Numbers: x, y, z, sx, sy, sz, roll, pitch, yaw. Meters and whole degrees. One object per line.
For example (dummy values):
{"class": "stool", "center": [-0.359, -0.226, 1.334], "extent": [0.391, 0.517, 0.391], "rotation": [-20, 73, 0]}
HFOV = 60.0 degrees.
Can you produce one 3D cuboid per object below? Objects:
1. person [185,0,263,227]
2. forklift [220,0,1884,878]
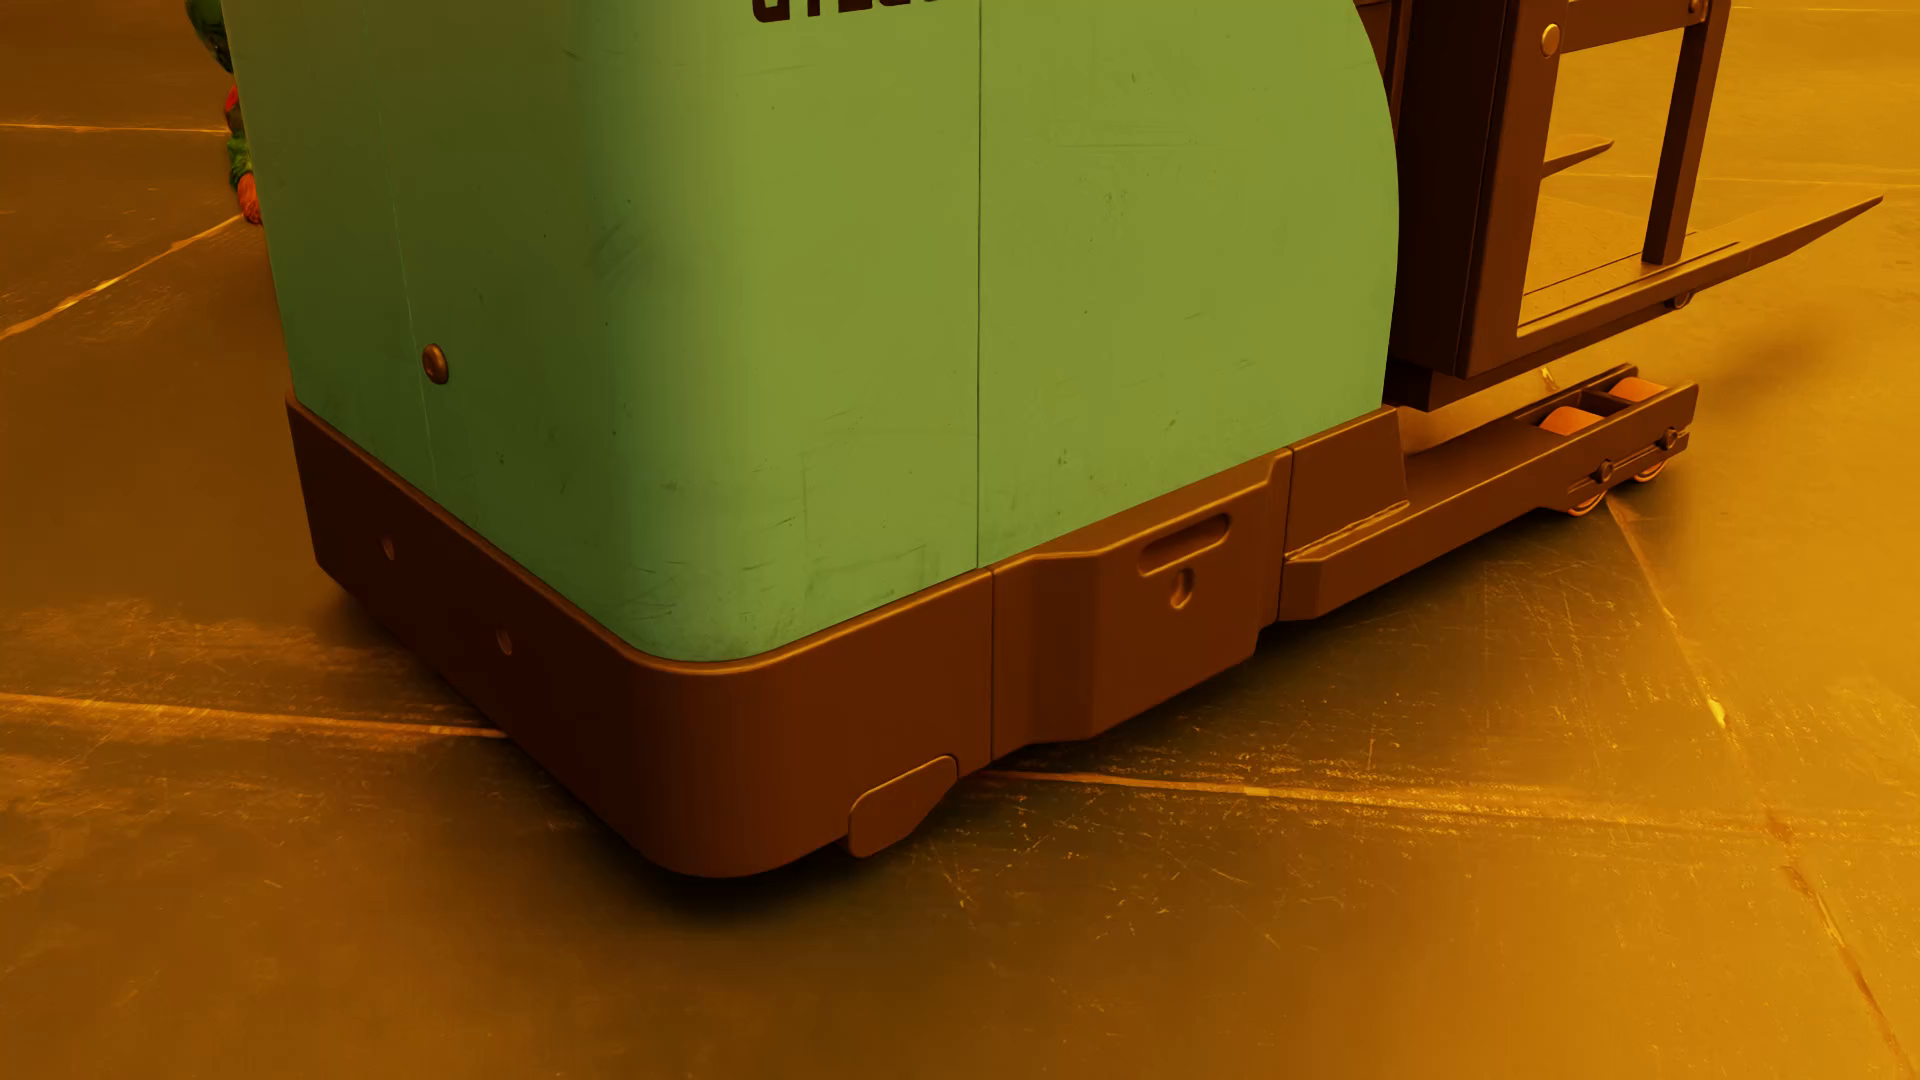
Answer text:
{"class": "person", "center": [-1.396, -1.421, 3.689], "extent": [0.788, 1.483, 1.021], "rotation": [1, 27, 2]}
{"class": "forklift", "center": [0.553, -1.508, 2.239], "extent": [3.031, 2.935, 1.130], "rotation": [-21, 33, -36]}
